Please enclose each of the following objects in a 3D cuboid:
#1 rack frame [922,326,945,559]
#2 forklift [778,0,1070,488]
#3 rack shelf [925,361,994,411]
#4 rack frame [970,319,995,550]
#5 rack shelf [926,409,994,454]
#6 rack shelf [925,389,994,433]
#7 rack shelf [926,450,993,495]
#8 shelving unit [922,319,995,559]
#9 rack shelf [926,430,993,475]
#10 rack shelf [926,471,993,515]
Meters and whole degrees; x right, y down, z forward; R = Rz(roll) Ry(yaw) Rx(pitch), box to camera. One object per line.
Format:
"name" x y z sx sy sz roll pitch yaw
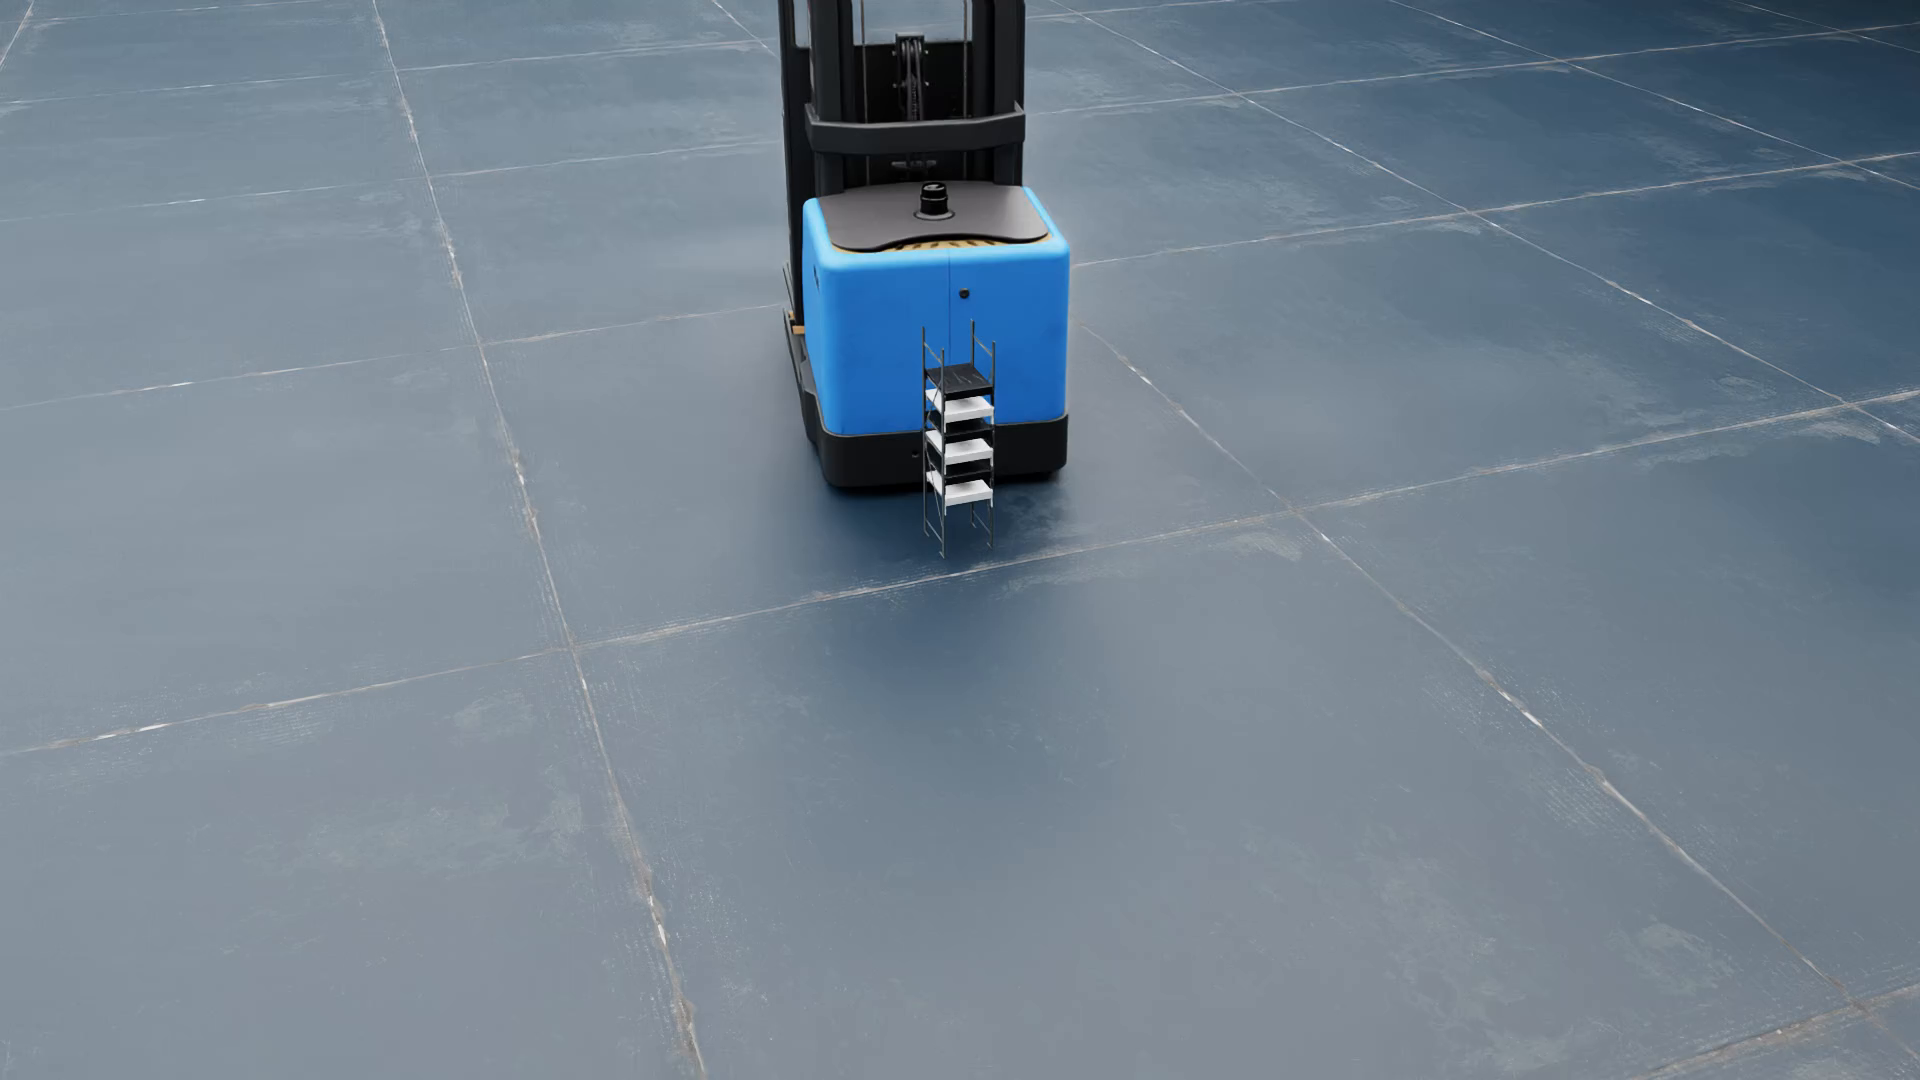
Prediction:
"rack frame" -0.103 -0.372 6.494 0.006 0.900 0.240 -10 31 -18
"forklift" -0.296 -2.205 7.660 1.130 2.935 3.031 -5 30 -8
"rack shelf" -0.008 -0.595 6.408 0.200 0.077 0.258 -10 31 -18
"rack frame" 0.088 -0.407 6.556 0.006 0.900 0.240 -10 31 -18
"rack shelf" -0.008 -0.439 6.497 0.200 0.077 0.258 -10 31 -18
"rack shelf" -0.008 -0.517 6.452 0.200 0.077 0.258 -10 31 -18
"rack shelf" -0.008 -0.282 6.586 0.200 0.077 0.258 -10 31 -18
"shelving unit" -0.008 -0.390 6.525 0.210 0.900 0.258 -10 31 -18
"rack shelf" -0.008 -0.361 6.541 0.200 0.077 0.258 -10 31 -18
"rack shelf" -0.008 -0.204 6.630 0.200 0.077 0.258 -10 31 -18
